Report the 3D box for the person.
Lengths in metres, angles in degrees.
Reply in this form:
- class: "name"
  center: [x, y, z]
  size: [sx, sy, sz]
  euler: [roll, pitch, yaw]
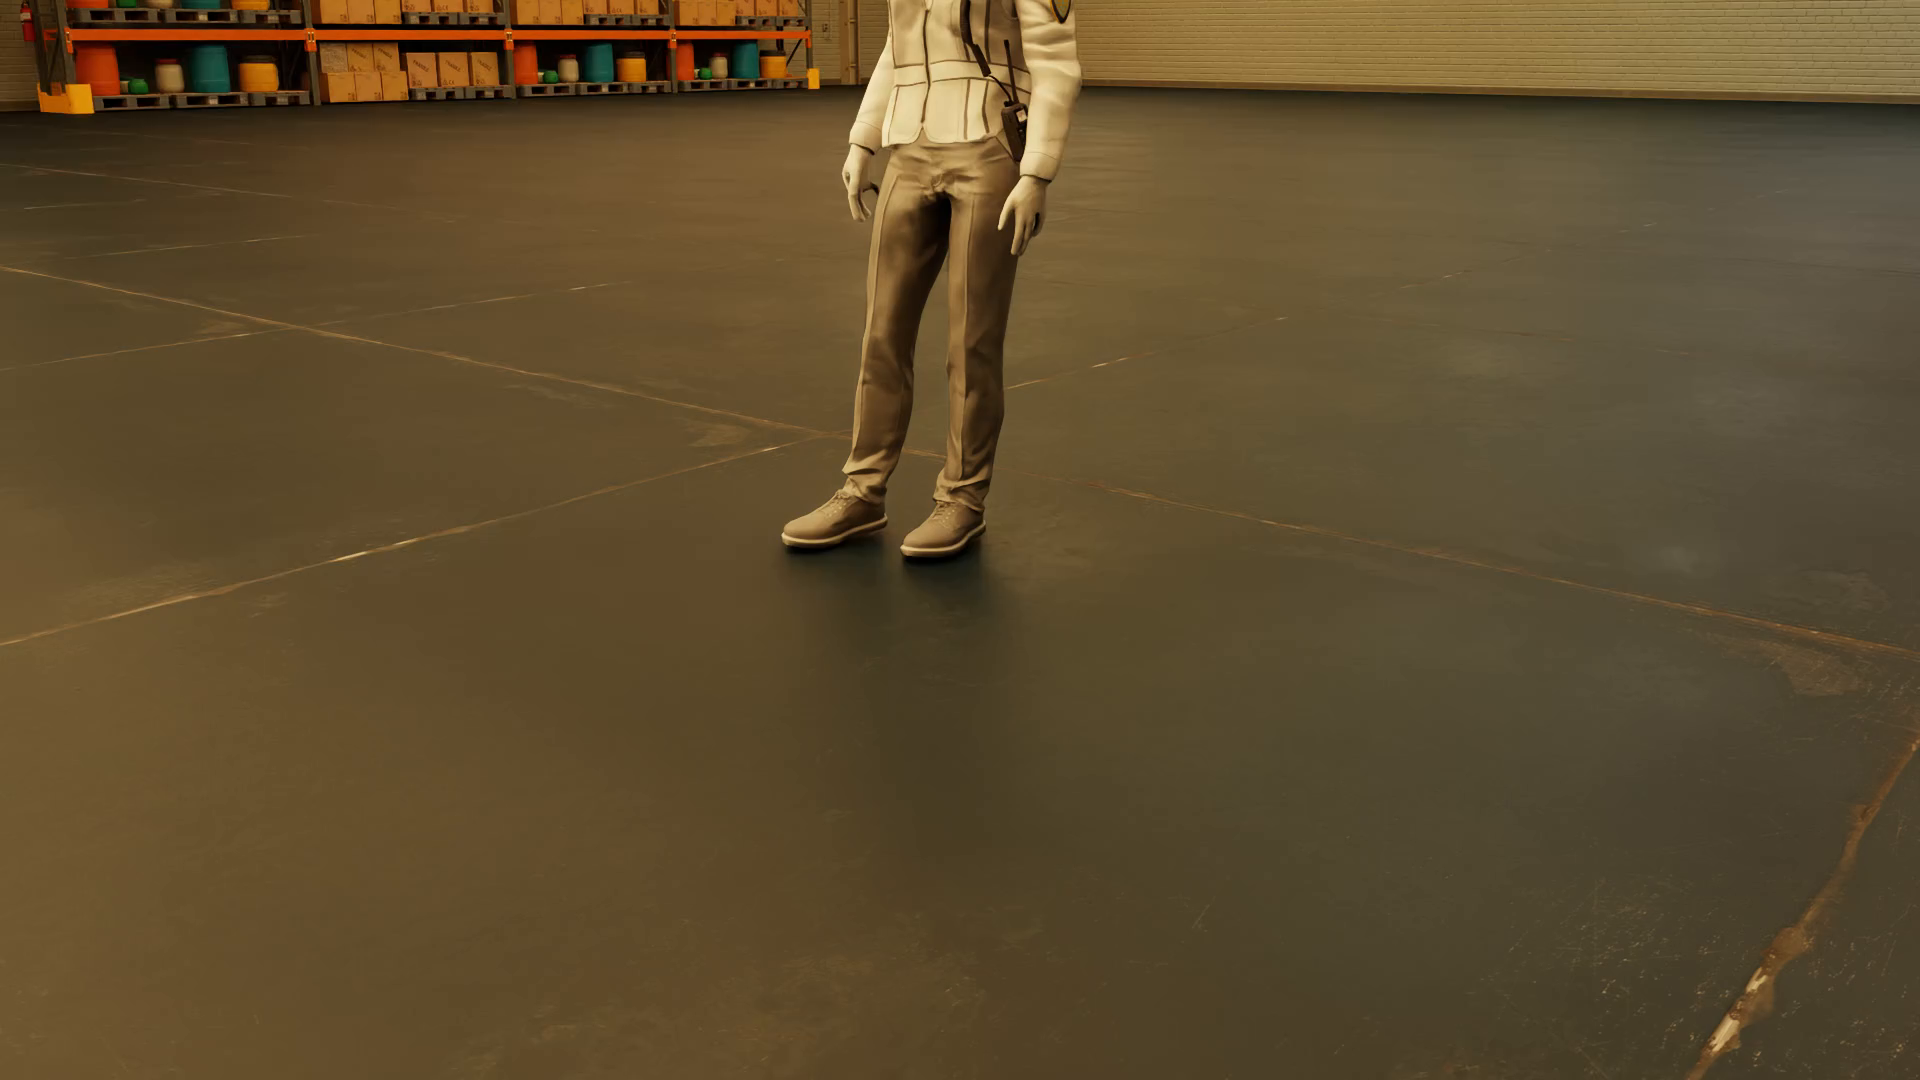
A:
- class: "person"
  center: [-0.050, -0.804, 3.647]
  size: [0.586, 1.694, 0.530]
  euler: [13, 21, 37]
